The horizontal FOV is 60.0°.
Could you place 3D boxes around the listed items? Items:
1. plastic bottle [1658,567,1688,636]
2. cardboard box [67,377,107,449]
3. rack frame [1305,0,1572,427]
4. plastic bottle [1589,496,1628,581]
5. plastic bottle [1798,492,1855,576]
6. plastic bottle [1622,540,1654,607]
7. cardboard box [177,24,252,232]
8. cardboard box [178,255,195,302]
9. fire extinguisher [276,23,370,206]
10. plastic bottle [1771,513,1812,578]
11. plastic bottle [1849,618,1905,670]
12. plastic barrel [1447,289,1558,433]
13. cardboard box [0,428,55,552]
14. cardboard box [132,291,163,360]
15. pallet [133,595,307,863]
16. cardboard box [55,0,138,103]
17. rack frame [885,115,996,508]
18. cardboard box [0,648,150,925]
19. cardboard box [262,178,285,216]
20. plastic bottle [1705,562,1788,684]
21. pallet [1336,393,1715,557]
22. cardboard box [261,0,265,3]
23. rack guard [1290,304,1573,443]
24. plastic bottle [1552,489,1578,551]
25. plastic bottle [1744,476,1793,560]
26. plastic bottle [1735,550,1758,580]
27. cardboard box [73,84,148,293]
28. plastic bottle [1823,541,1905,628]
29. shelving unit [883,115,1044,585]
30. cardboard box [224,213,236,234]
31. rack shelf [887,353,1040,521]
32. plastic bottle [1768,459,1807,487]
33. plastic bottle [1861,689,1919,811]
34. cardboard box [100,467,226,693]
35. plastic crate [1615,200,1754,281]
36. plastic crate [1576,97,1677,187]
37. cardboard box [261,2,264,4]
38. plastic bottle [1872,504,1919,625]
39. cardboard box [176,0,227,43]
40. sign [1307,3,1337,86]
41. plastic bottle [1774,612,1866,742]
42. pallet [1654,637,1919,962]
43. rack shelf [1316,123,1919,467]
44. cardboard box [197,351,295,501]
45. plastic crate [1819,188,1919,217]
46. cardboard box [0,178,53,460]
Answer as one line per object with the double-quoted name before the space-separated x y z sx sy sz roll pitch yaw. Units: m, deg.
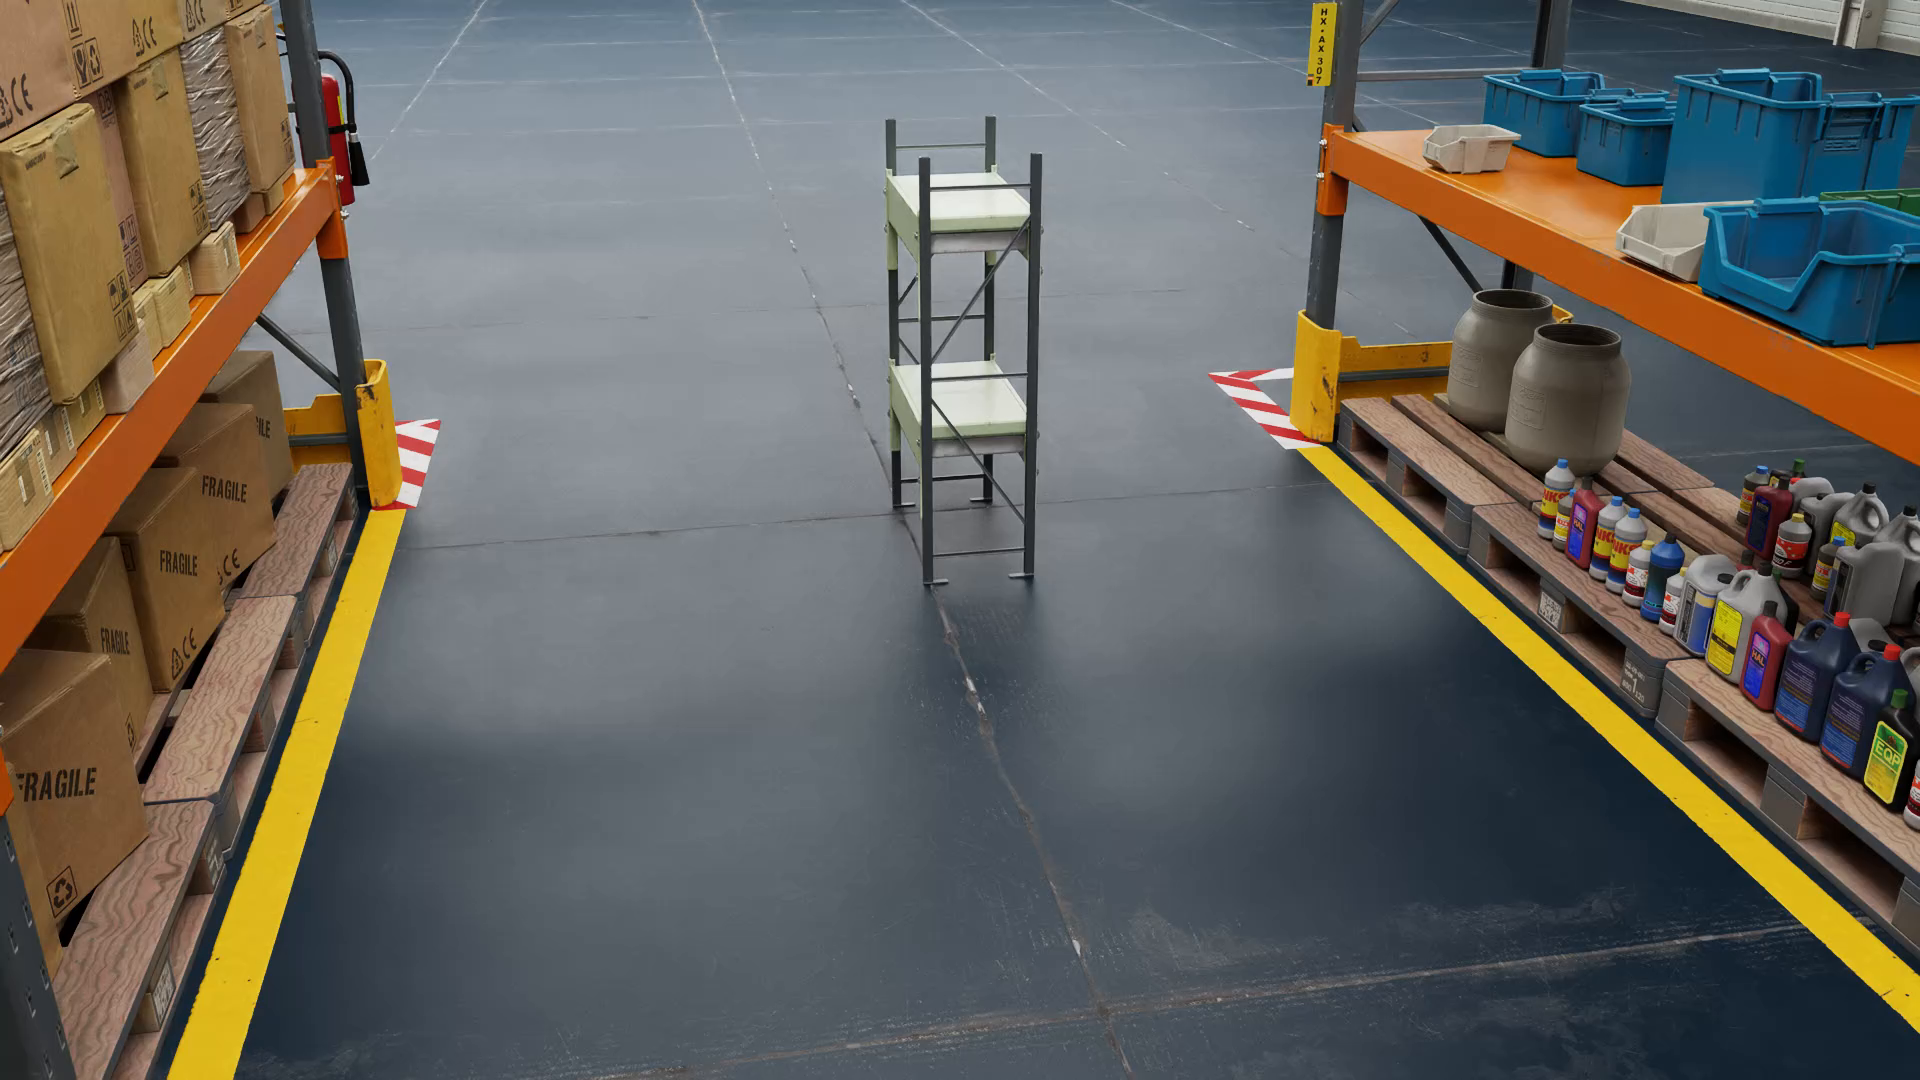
"plastic bottle" 2.183 0.181 5.035 0.097 0.201 0.097 0 24 0
"cardboard box" -2.019 -0.275 3.446 0.380 0.149 0.250 -4 24 -10
"rack frame" 2.016 -1.930 6.922 1.000 3.000 0.127 -4 24 -10
"plastic bottle" 2.108 -0.010 5.385 0.097 0.271 0.097 0 24 0
"plastic bottle" 2.832 -0.038 5.442 0.152 0.276 0.135 -5 24 -11
"plastic bottle" 2.145 0.100 5.220 0.097 0.201 0.097 0 24 0
"cardboard box" -2.517 -1.140 4.615 0.875 0.500 0.500 -4 24 -10
"cardboard box" -2.237 -0.666 4.341 0.380 0.149 0.250 -4 24 -10
"fire extinguisher" -2.420 -1.607 6.279 0.296 0.674 0.183 -4 24 -10
"plastic bottle" 2.713 0.013 5.419 0.097 0.201 0.097 0 24 0
"plastic bottle" 2.459 0.361 4.528 0.152 0.276 0.135 -4 24 -10
"plastic barrel" 2.213 -0.729 6.756 0.421 0.512 0.421 0 24 0
"cardboard box" -1.890 -0.081 3.002 0.380 0.149 0.250 -4 24 -10
"cardboard box" -2.111 -0.472 3.896 0.380 0.149 0.250 -4 24 -10
"pallet" -2.500 0.545 4.738 1.003 0.211 1.213 -4 24 -10
"cardboard box" -2.131 -1.220 3.549 0.500 0.500 0.500 -4 24 -10
"rack frame" -0.069 -0.834 6.285 0.400 1.500 0.023 -4 24 -10
"cardboard box" -2.260 0.578 3.778 0.500 0.500 0.500 3 24 7
"cardboard box" -2.454 -1.159 5.469 0.380 0.149 0.250 -4 24 -10
"plastic bottle" 2.258 0.221 4.756 0.144 0.351 0.185 -4 24 -10
"pallet" 2.221 -0.306 6.687 1.003 0.211 1.213 -4 24 -10
"cardboard box" -2.507 -2.006 5.349 0.500 0.500 0.500 -4 24 -10
"rack guard" 2.076 -0.758 7.362 1.175 0.500 0.348 -4 24 -10
"plastic bottle" 2.064 -0.072 5.615 0.097 0.201 0.097 0 24 0
"plastic bottle" 2.702 -0.088 5.547 0.061 0.283 0.133 -4 24 -10
"plastic bottle" 2.336 0.180 4.935 0.061 0.283 0.133 -4 24 -10
"cardboard box" -2.384 -0.742 3.706 0.875 0.500 0.500 -4 24 -10
"plastic bottle" 2.760 0.121 5.079 0.152 0.276 0.135 -4 24 -10
"shelving unit" -0.001 -0.690 5.956 0.431 1.500 0.755 -4 24 -10
"cardboard box" -2.417 -0.958 5.009 0.380 0.149 0.250 -4 24 -10
"rack shelf" -0.001 -0.391 6.086 0.431 0.370 0.720 -4 24 -10
"plastic bottle" 2.826 -0.152 5.695 0.061 0.283 0.133 -4 24 -8
"plastic bottle" 2.342 0.522 4.152 0.061 0.283 0.133 -3 24 -7
"cardboard box" -2.511 0.117 4.834 0.500 0.500 0.500 -2 24 -5
"plastic crate" 2.206 -0.856 4.791 0.530 0.136 0.437 -4 24 -10
"plastic crate" 2.517 -1.431 5.966 0.499 0.251 0.408 -4 24 -10
"cardboard box" -2.777 -1.527 5.503 0.875 0.500 0.500 -4 24 -10
"plastic bottle" 2.901 0.066 5.112 0.144 0.351 0.185 -4 24 -10
"cardboard box" -2.319 -1.613 4.449 0.500 0.500 0.500 -4 24 -10
"sign" 1.474 -2.018 6.777 0.100 0.325 0.005 -4 24 -10
"plastic bottle" 2.318 0.348 4.465 0.144 0.351 0.185 -6 24 -12
"pallet" 2.672 0.654 4.489 1.003 0.211 1.213 -4 24 -10
"rack shelf" 2.386 -0.814 5.264 1.077 0.370 4.000 -4 24 -10
"cardboard box" -2.753 -0.364 5.933 0.500 0.500 0.500 0 24 0
"plastic crate" 2.782 -0.815 4.632 0.450 0.188 0.662 -4 24 -10
"cardboard box" -2.134 -0.354 2.816 0.875 0.500 0.500 -4 24 -10
